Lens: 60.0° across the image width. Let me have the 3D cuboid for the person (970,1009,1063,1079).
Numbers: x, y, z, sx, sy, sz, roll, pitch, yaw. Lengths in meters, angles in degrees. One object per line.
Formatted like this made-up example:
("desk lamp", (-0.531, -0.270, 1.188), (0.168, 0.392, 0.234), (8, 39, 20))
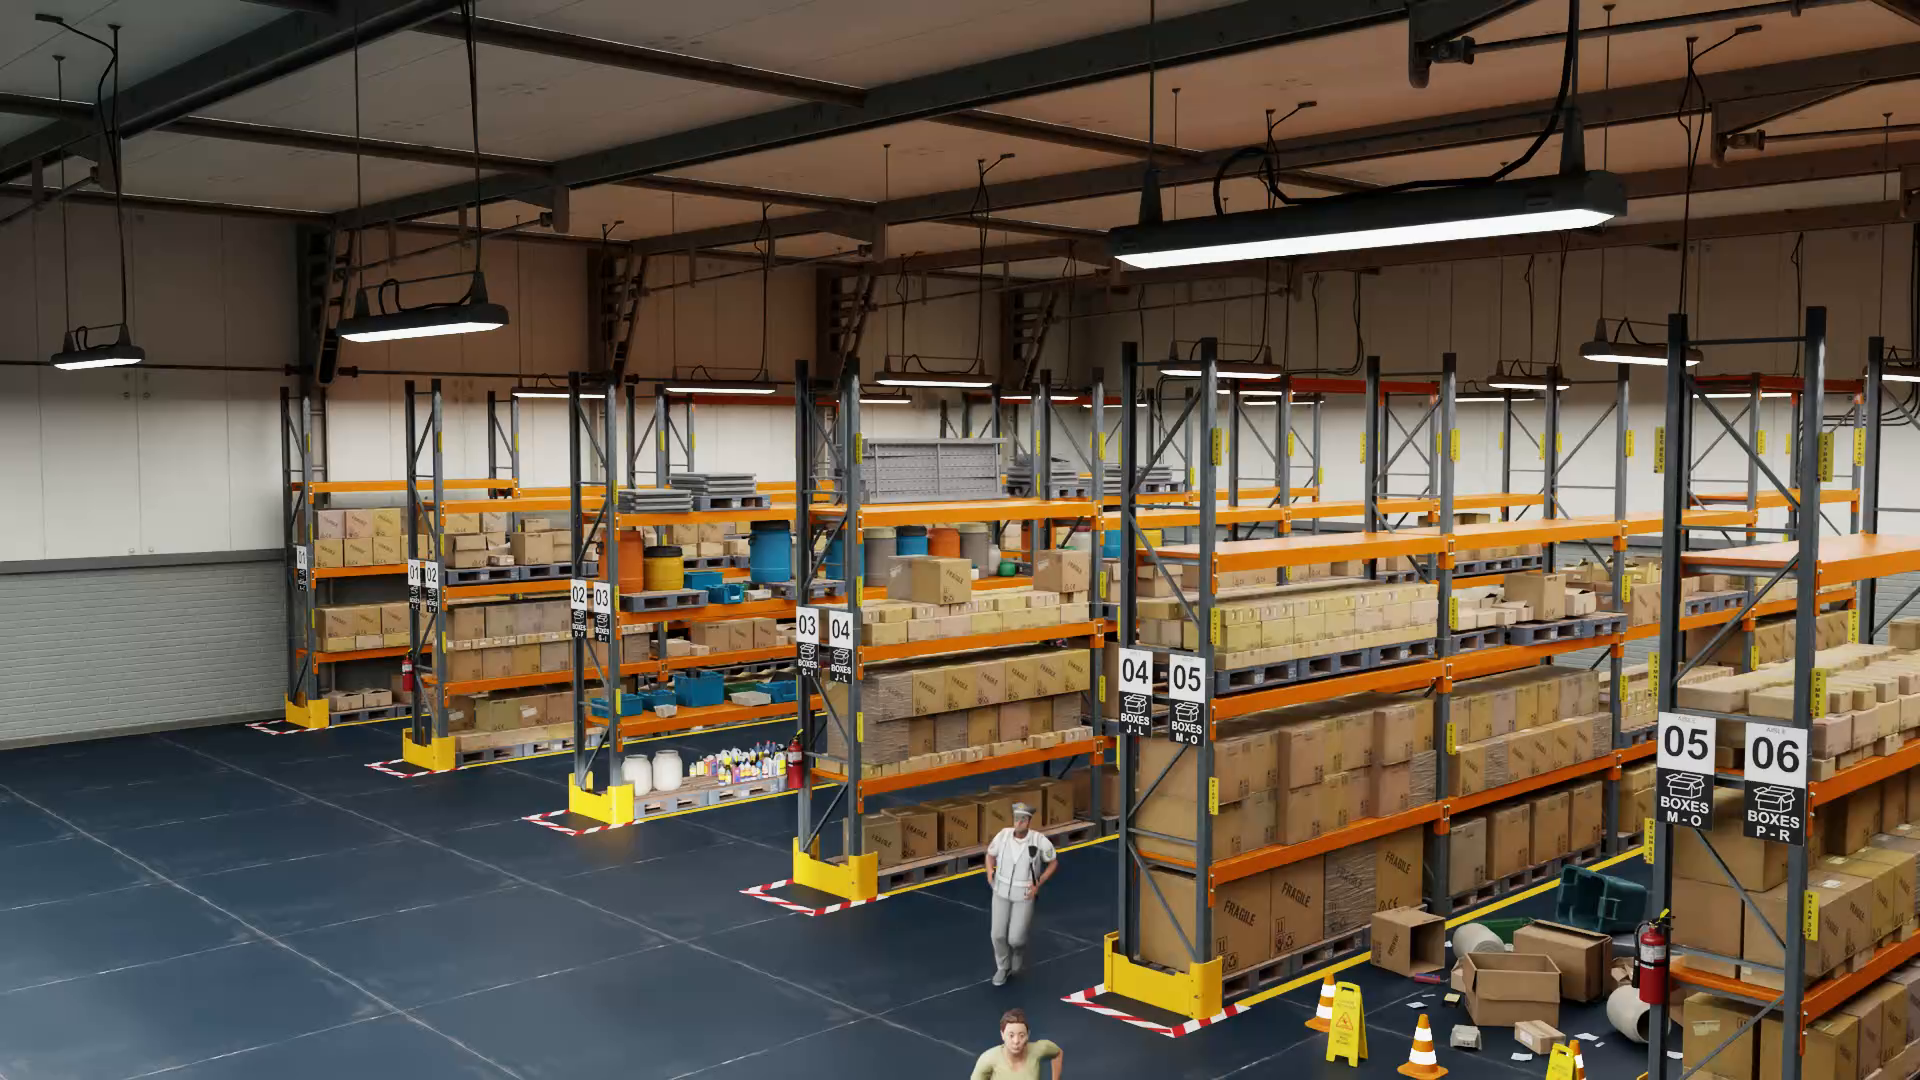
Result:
("person", (0.344, 3.698, 10.309), (0.591, 1.712, 0.890), (0, 4, 2))

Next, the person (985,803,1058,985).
("person", (0.541, 3.313, 15.594), (0.683, 1.740, 0.616), (1, 4, 20))
